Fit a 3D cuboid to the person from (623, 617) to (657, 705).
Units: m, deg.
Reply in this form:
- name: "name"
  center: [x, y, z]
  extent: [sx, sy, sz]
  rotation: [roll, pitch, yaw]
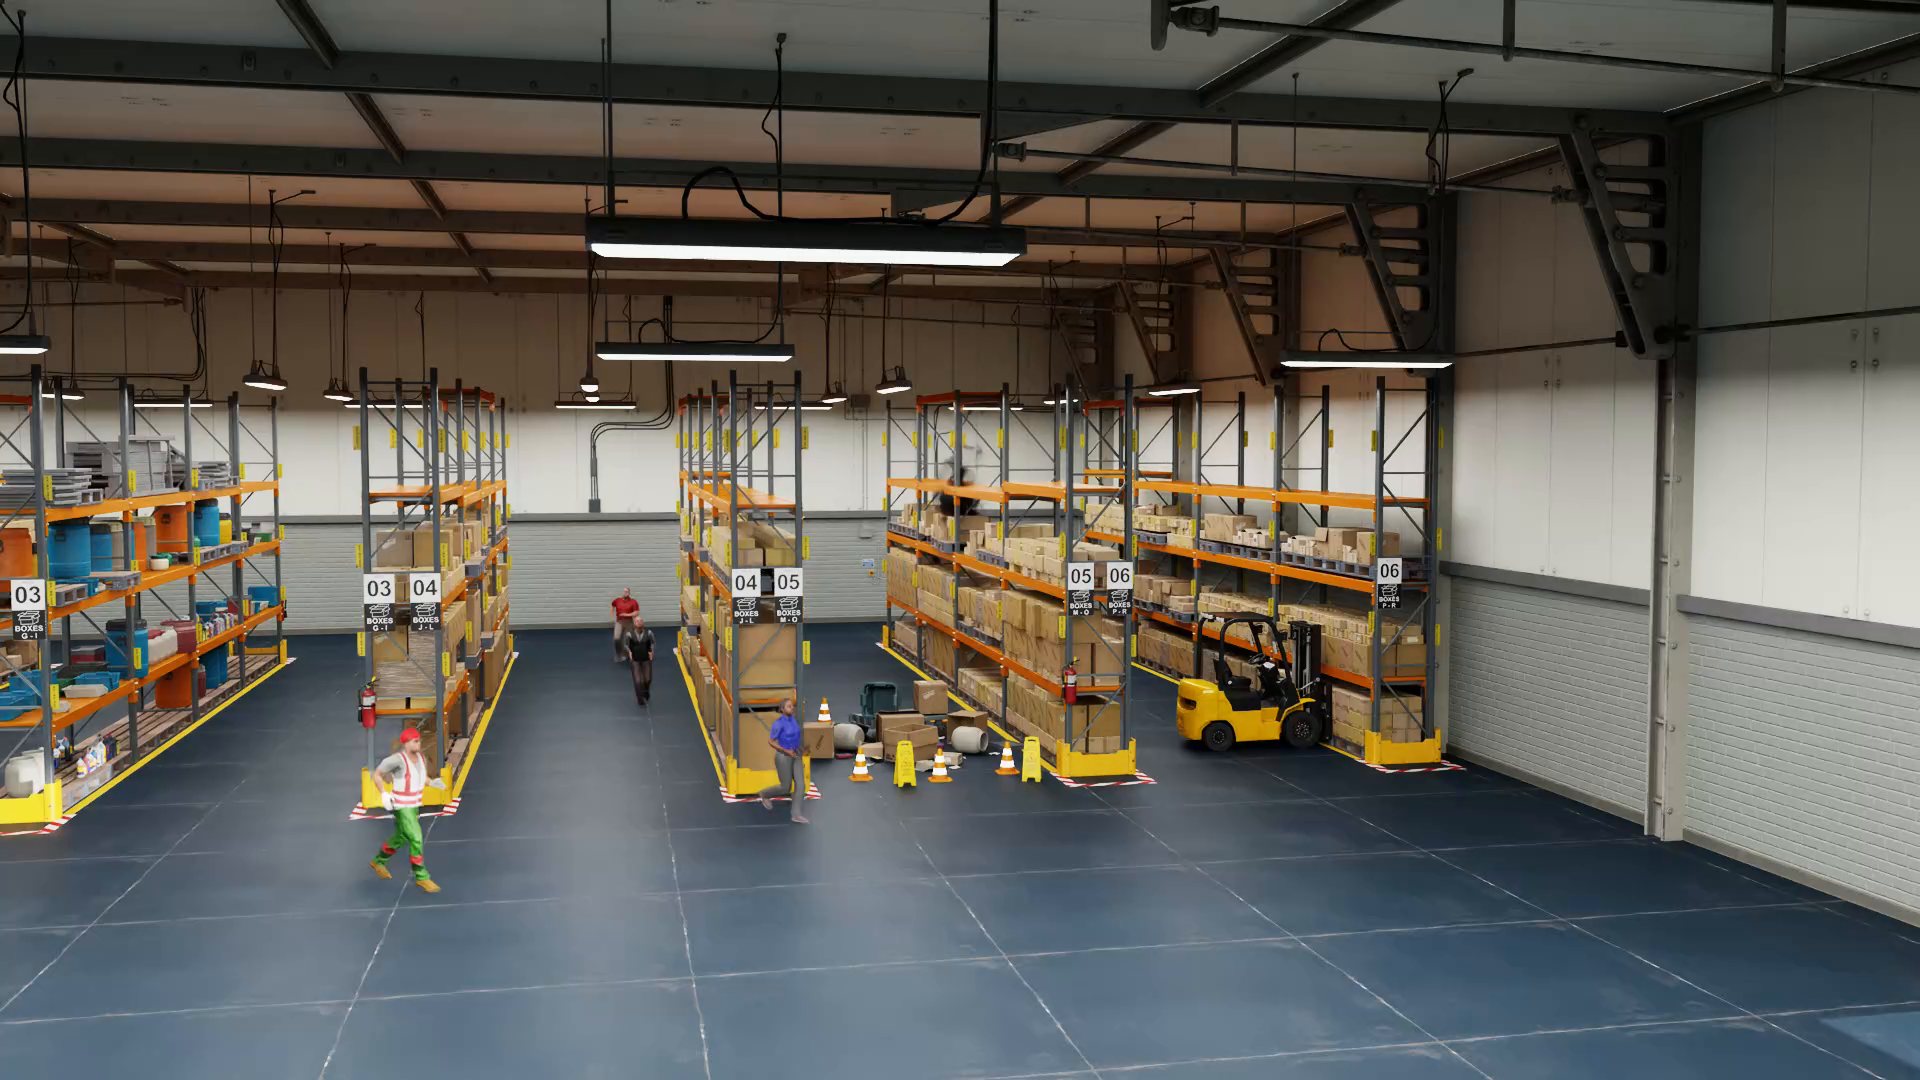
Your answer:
- name: "person"
  center: [-6.050, 2.287, 31.478]
  extent: [0.638, 1.675, 0.576]
  rotation: [-1, 3, -13]

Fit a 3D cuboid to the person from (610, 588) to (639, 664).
- name: "person"
  center: [-7.558, 1.923, 37.479]
  extent: [0.660, 1.709, 0.642]
  rotation: [0, 3, -7]

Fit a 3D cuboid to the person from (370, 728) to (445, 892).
- name: "person"
  center: [-6.231, 2.996, 18.634]
  extent: [0.978, 1.803, 0.597]
  rotation: [1, 4, 16]

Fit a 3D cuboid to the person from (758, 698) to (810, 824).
- name: "person"
  center: [-2.292, 2.892, 21.891]
  extent: [0.792, 1.636, 0.580]
  rotation: [2, 4, 33]
